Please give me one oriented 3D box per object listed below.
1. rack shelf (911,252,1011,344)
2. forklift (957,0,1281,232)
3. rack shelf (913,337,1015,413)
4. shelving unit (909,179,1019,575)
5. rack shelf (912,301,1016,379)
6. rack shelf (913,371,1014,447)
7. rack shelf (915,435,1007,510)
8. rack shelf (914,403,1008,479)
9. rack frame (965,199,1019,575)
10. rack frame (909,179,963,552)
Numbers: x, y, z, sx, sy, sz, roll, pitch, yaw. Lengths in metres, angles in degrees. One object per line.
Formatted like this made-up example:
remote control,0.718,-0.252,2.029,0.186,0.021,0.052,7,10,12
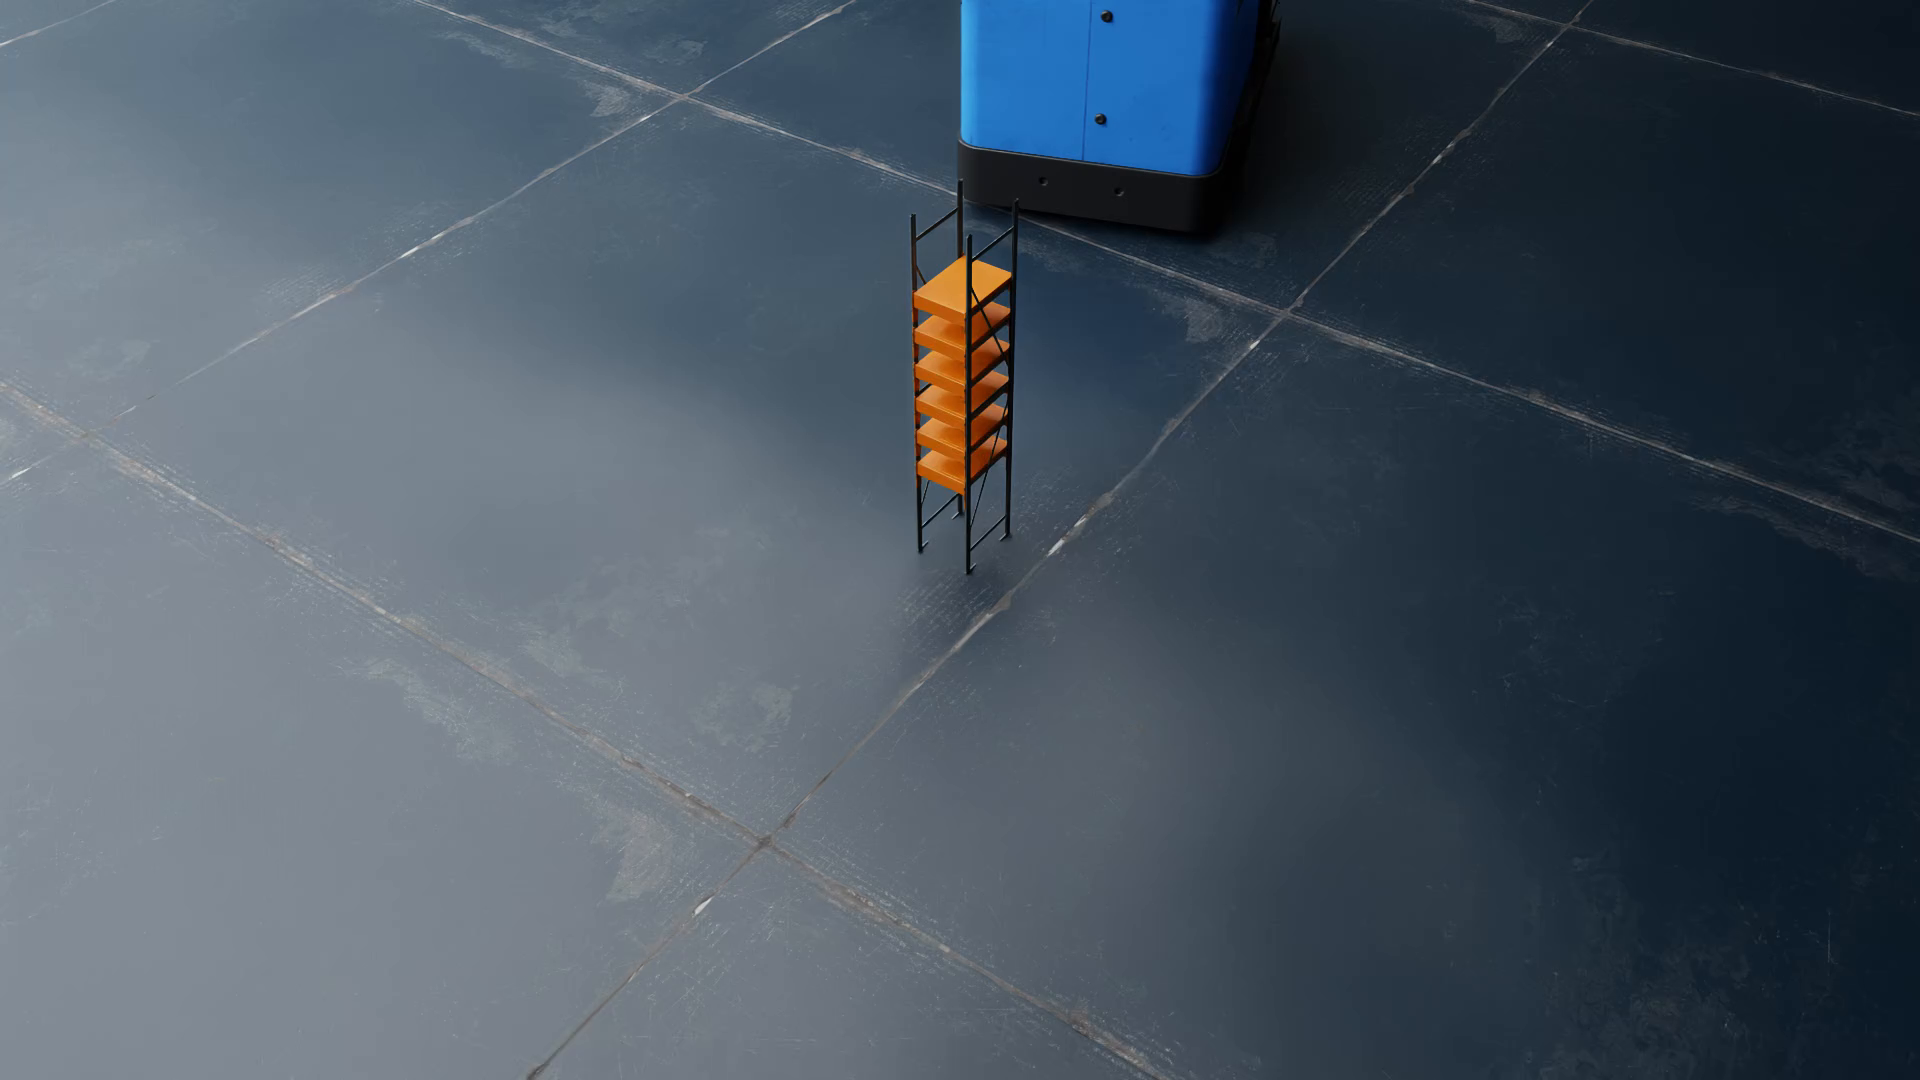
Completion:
rack shelf,0.012,-0.677,4.633,0.180,0.103,0.258,25,48,25
forklift,0.871,-3.288,6.726,1.130,2.935,3.031,10,43,11
rack shelf,0.012,-0.498,4.793,0.180,0.103,0.258,25,48,25
shelving unit,0.012,-0.442,4.844,0.189,1.200,0.258,25,48,25
rack shelf,0.012,-0.587,4.713,0.180,0.103,0.258,25,48,25
rack shelf,0.012,-0.408,4.873,0.180,0.103,0.258,25,48,25
rack shelf,0.012,-0.230,5.033,0.180,0.103,0.258,25,48,25
rack shelf,0.012,-0.319,4.953,0.180,0.103,0.258,25,48,25
rack frame,0.087,-0.407,4.805,0.006,1.200,0.240,25,48,25
rack frame,-0.063,-0.477,4.883,0.006,1.200,0.240,25,48,25
